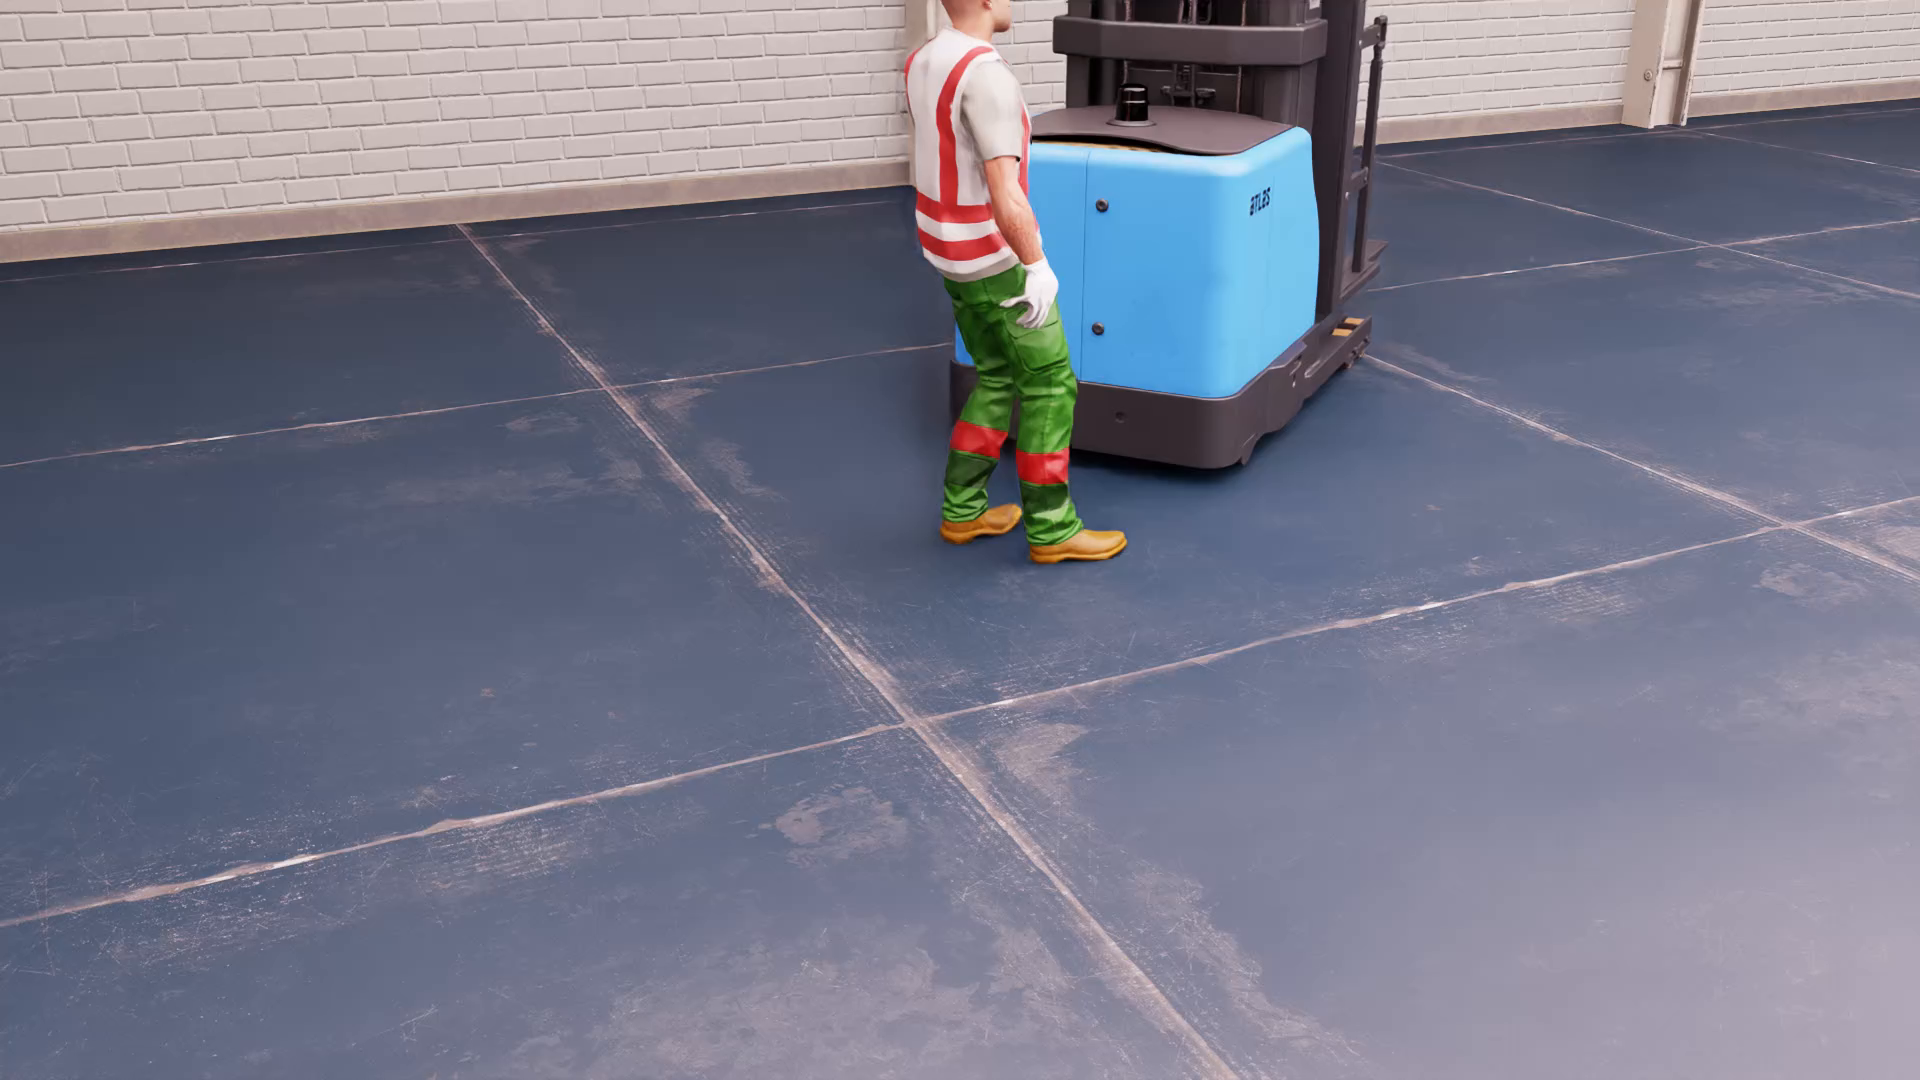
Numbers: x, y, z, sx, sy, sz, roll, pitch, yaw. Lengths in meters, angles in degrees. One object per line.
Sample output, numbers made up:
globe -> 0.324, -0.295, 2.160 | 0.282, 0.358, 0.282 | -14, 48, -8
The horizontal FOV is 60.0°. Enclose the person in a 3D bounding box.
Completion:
person -> 0.149, -0.833, 4.828 | 0.557, 1.772, 0.686 | -8, 24, -19

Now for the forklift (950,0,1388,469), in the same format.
forklift -> 1.072, -2.117, 6.381 | 1.130, 2.935, 3.031 | 11, 25, 24
